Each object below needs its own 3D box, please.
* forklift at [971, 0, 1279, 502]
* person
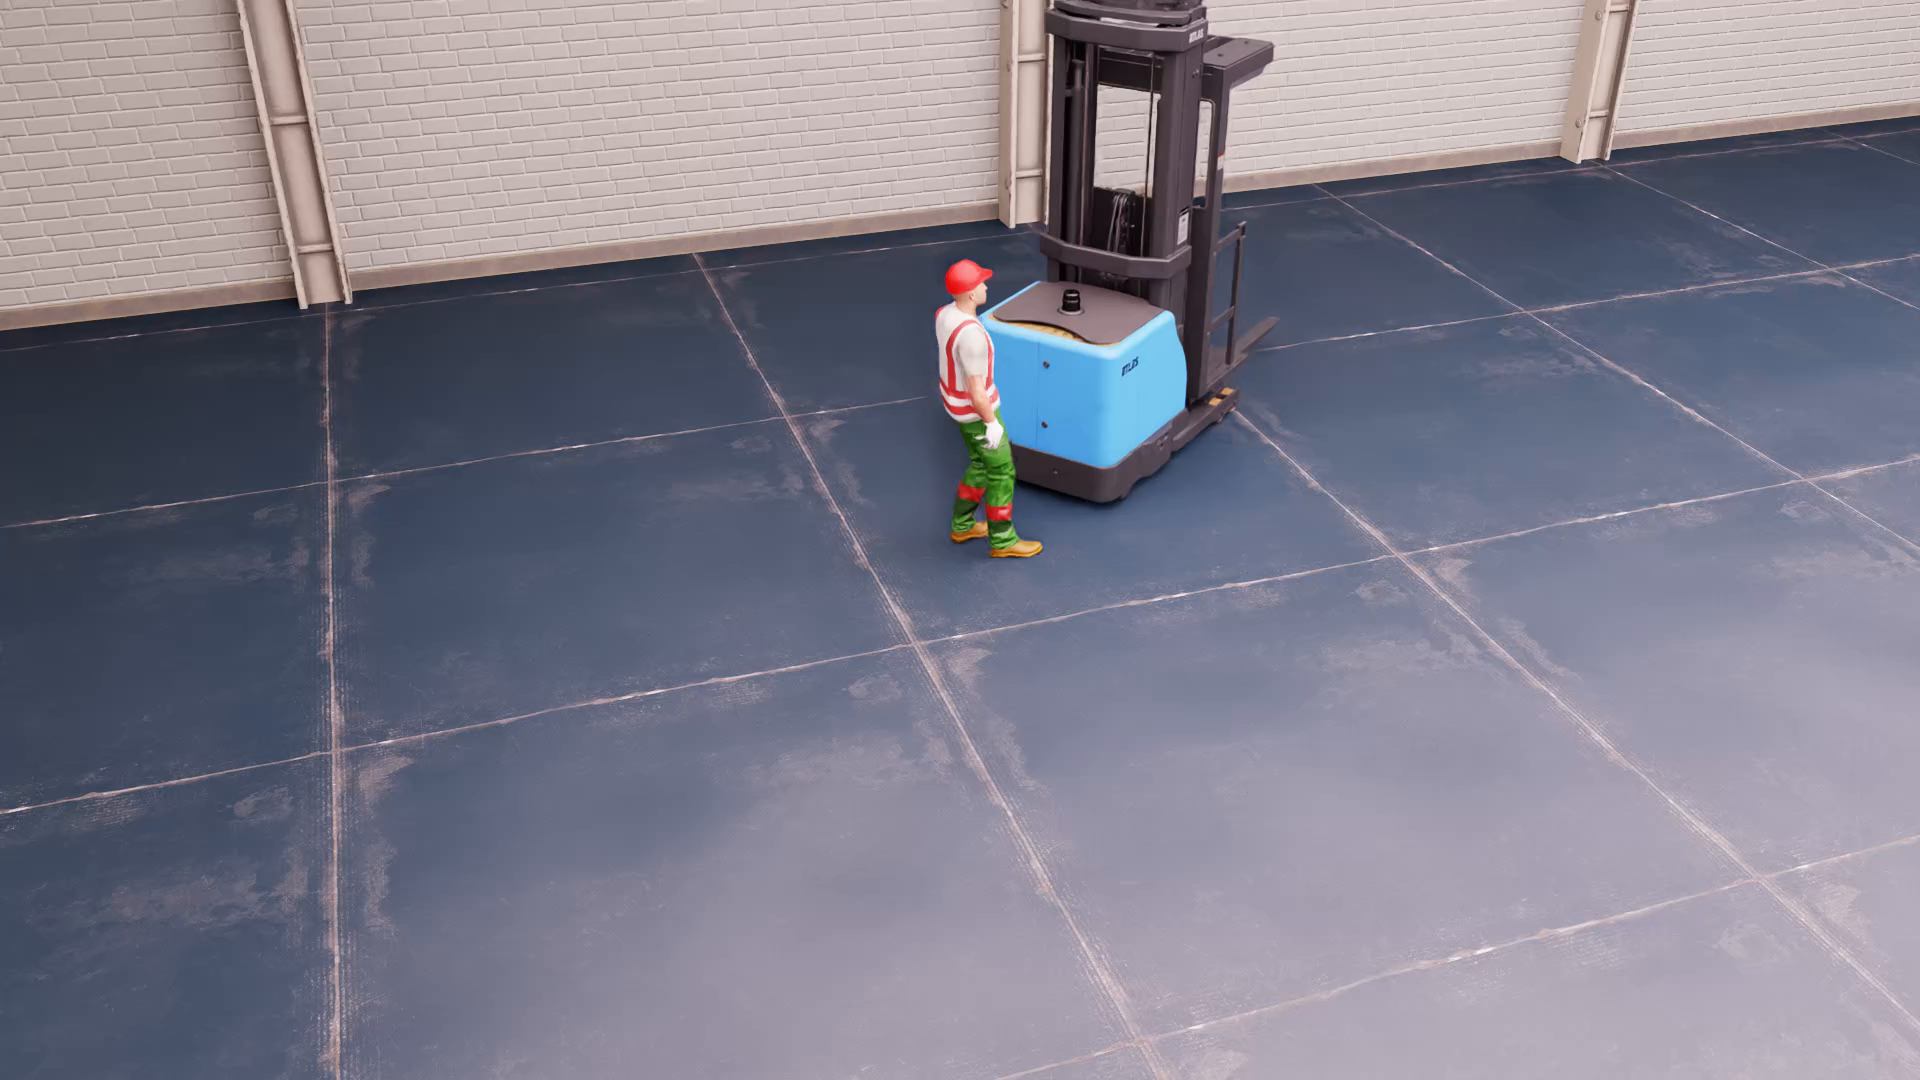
[{"bbox_3d":[1.291,-2.195,10.902,1.130,2.935,3.031,18,34,28],"label":"forklift"},{"bbox_3d":[0.155,-0.781,9.628,0.557,1.772,0.686,-7,31,-13],"label":"person"}]
